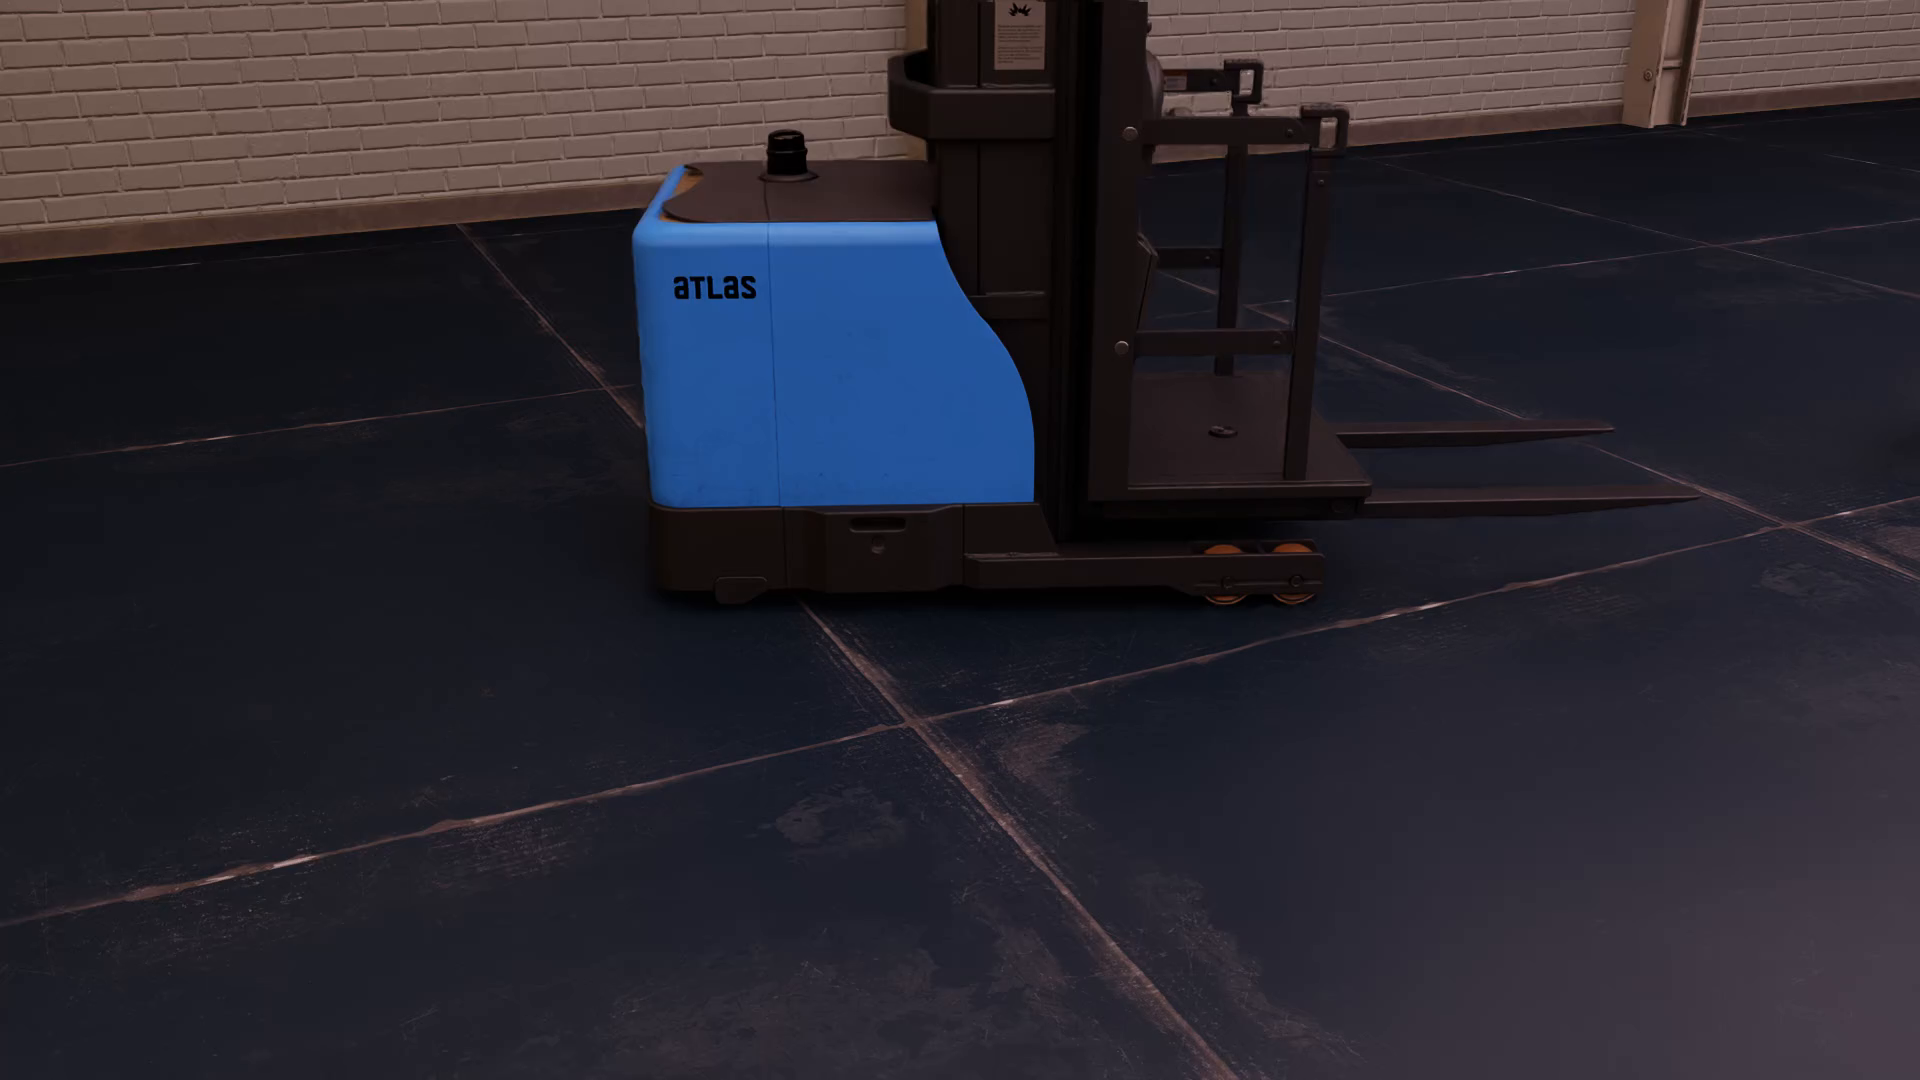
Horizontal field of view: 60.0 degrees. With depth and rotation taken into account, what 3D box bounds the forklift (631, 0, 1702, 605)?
[{"bbox_3d":[0.629,-1.373,4.592,3.031,2.935,1.130,-1,23,-3],"label":"forklift"}]
